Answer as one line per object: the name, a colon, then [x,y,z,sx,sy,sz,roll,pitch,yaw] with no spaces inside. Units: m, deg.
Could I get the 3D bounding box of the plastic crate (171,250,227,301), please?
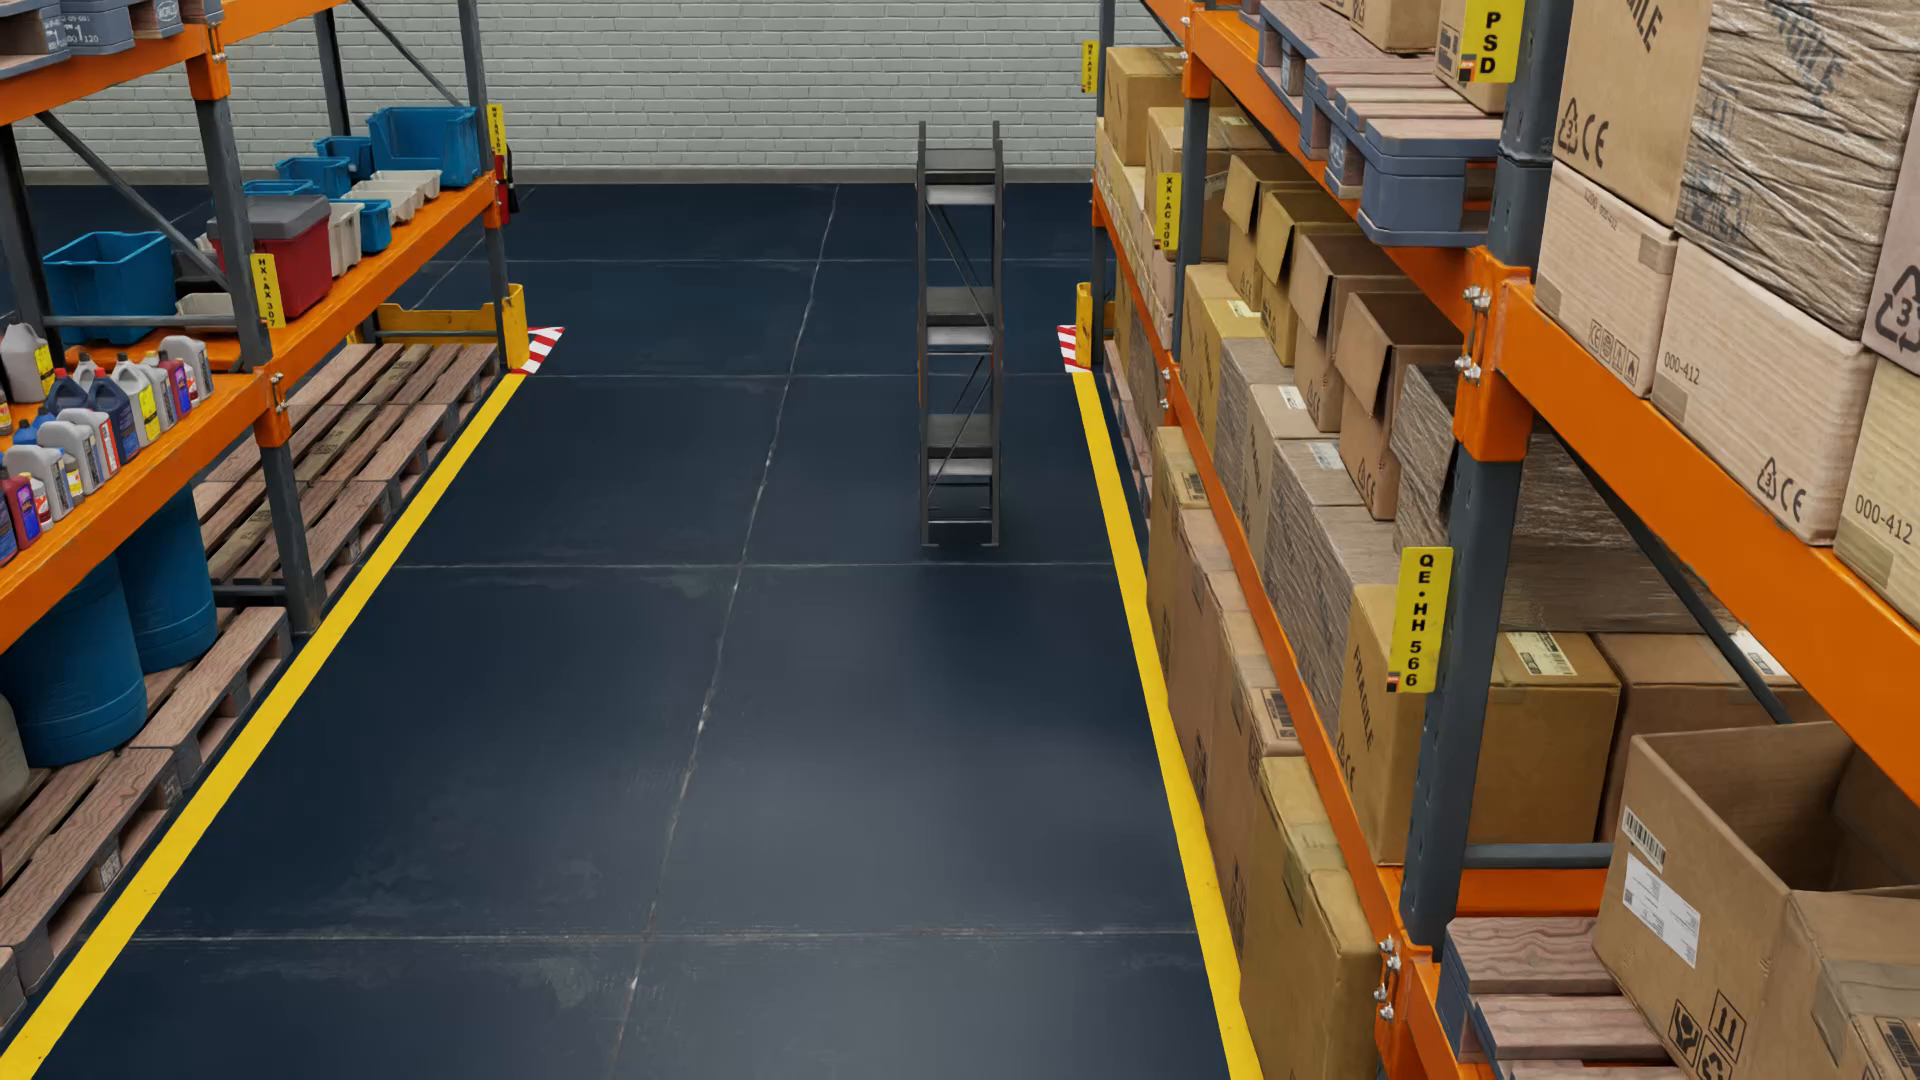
plastic crate: [-3.799,-1.301,8.247,0.437,0.125,0.590,0,24,-1]

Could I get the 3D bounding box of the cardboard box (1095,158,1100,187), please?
cardboard box: [1.064,-2.347,10.604,0.380,0.149,0.250,0,24,0]

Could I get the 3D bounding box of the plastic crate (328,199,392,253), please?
plastic crate: [-3.284,-1.693,8.984,0.416,0.233,0.300,0,24,-1]

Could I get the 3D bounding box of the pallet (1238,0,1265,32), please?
pallet: [1.493,-1.863,5.821,0.805,0.209,1.217,-1,24,-3]

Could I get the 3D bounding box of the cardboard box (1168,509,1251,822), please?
cardboard box: [1.472,0.448,6.189,1.225,0.875,0.875,-1,24,-2]

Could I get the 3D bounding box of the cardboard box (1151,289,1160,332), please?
cardboard box: [1.100,-1.077,7.796,0.380,0.149,0.250,0,24,0]

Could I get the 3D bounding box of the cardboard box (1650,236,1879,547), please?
cardboard box: [1.233,-0.205,2.105,0.500,0.250,0.500,0,24,1]

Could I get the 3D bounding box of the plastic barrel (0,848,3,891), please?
plastic barrel: [-3.510,0.950,5.426,0.600,0.588,0.708,0,24,-1]

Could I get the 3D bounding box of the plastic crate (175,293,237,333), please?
plastic crate: [-3.381,-1.038,7.653,0.396,0.136,0.243,0,24,-1]

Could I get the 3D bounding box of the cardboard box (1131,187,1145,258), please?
cardboard box: [1.153,-1.633,8.541,0.500,0.250,0.500,0,24,1]

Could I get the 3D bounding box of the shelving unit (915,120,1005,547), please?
shelving unit: [-0.002,-1.025,8.468,0.431,2.100,0.503,0,24,-1]

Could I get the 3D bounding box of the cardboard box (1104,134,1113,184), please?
cardboard box: [1.138,-2.263,9.935,0.500,0.250,0.500,-1,24,-1]

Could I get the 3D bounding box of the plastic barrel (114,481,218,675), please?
plastic barrel: [-3.530,0.050,7.036,0.600,0.901,0.708,0,24,-1]

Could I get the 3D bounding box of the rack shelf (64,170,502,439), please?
rack shelf: [-3.540,-1.435,9.156,1.077,0.370,4.000,0,24,-1]

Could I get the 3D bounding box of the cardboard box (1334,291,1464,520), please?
cardboard box: [1.482,-0.385,4.623,0.797,0.503,0.637,0,24,1]

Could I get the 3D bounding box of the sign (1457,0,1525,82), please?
sign: [0.923,-0.952,2.851,0.100,0.325,0.005,0,24,-1]

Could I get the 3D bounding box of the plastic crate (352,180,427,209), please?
plastic crate: [-3.384,-2.040,9.867,0.396,0.136,0.243,0,24,-1]

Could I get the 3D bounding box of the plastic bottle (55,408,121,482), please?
plastic bottle: [-3.182,-0.363,6.063,0.152,0.276,0.135,0,24,-1]

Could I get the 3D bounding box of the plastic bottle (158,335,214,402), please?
plastic bottle: [-3.191,-0.721,6.855,0.152,0.276,0.135,0,24,-1]

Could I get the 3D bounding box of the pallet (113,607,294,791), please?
pallet: [-3.552,0.650,7.057,1.003,0.211,1.213,0,24,-1]

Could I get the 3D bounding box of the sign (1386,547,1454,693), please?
sign: [0.923,0.164,3.343,0.100,0.325,0.005,0,24,-1]

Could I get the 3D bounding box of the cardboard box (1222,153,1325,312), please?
cardboard box: [1.449,-1.200,6.426,0.797,0.503,0.637,-1,24,-2]

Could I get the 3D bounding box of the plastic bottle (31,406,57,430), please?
plastic bottle: [-3.306,-0.353,6.046,0.097,0.271,0.097,0,24,0]

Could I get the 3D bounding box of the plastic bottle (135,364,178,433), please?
plastic bottle: [-3.187,-0.571,6.522,0.152,0.276,0.135,0,24,-1]

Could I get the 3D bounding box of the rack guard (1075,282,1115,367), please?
rack guard: [1.390,-1.480,11.416,1.175,0.500,0.348,0,24,-1]

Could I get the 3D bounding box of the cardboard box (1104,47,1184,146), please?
cardboard box: [1.131,-2.613,9.799,0.500,0.500,0.500,-1,24,-2]

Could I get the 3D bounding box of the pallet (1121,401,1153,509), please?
pallet: [1.488,-0.508,9.617,1.003,0.211,1.213,0,24,-1]

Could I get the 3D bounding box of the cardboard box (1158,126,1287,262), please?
cardboard box: [1.162,-1.558,7.466,0.500,0.500,0.500,0,24,1]

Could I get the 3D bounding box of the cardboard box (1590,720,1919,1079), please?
cardboard box: [1.524,0.673,2.992,0.500,0.500,0.500,-3,25,-7]

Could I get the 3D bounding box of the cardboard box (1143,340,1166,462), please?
cardboard box: [1.497,-0.827,9.008,0.875,0.875,0.875,0,24,-1]

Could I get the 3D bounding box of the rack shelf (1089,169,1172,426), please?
rack shelf: [1.412,-1.457,9.205,1.077,0.370,4.000,0,24,-1]

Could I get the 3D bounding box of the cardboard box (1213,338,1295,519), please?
cardboard box: [1.200,-0.403,5.879,0.500,0.500,0.500,-1,24,-2]

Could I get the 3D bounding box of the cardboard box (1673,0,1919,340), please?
cardboard box: [1.227,-0.549,1.956,0.500,0.500,0.500,0,24,0]

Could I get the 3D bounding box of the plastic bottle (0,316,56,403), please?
plastic bottle: [-3.838,-0.753,6.835,0.144,0.351,0.185,0,24,-1]

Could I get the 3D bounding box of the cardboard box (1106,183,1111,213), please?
cardboard box: [1.076,-2.028,9.900,0.380,0.149,0.250,-1,24,-1]

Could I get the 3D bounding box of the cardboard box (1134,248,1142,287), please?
cardboard box: [1.091,-1.395,8.499,0.380,0.149,0.250,0,24,0]

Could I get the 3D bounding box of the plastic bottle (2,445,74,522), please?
plastic bottle: [-3.178,-0.212,5.729,0.152,0.276,0.135,0,24,-1]

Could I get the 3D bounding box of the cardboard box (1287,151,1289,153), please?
cardboard box: [1.684,-1.568,7.489,0.500,0.500,0.500,0,24,-1]

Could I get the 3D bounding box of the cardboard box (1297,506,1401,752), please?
cardboard box: [1.225,0.234,4.471,0.500,0.500,0.500,0,24,-1]

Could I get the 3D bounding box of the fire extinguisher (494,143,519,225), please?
fire extinguisher: [-3.110,-2.446,11.065,0.296,0.674,0.183,0,24,-1]

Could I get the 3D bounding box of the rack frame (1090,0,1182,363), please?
rack frame: [1.390,-2.609,10.879,1.000,3.000,0.127,0,24,-1]

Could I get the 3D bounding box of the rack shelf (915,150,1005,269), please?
rack shelf: [-0.002,-1.650,8.185,0.431,0.518,0.480,0,24,-1]

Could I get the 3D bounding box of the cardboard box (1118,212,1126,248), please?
cardboard box: [1.082,-1.713,9.203,0.380,0.149,0.250,-1,24,-2]

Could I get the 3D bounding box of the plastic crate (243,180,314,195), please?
plastic crate: [-3.874,-1.892,9.424,0.416,0.233,0.300,0,24,-1]

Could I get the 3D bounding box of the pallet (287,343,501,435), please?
pallet: [-3.592,-0.976,10.653,1.003,0.211,1.213,0,24,-1]

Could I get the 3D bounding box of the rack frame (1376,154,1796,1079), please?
rack frame: [1.478,0.687,3.591,1.000,3.000,0.127,0,24,-1]

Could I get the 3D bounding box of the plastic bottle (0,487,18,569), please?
plastic bottle: [-3.169,-0.085,5.358,0.144,0.351,0.185,0,24,-1]

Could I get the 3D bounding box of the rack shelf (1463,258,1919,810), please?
rack shelf: [1.499,0.472,1.298,1.077,0.370,4.000,0,24,-1]

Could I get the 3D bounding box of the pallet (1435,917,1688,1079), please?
pallet: [1.592,1.068,2.982,1.213,0.211,1.003,0,24,-1]

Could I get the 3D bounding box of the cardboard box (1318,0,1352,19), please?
cardboard box: [1.434,-1.760,4.726,0.797,0.503,0.637,-1,24,-1]
